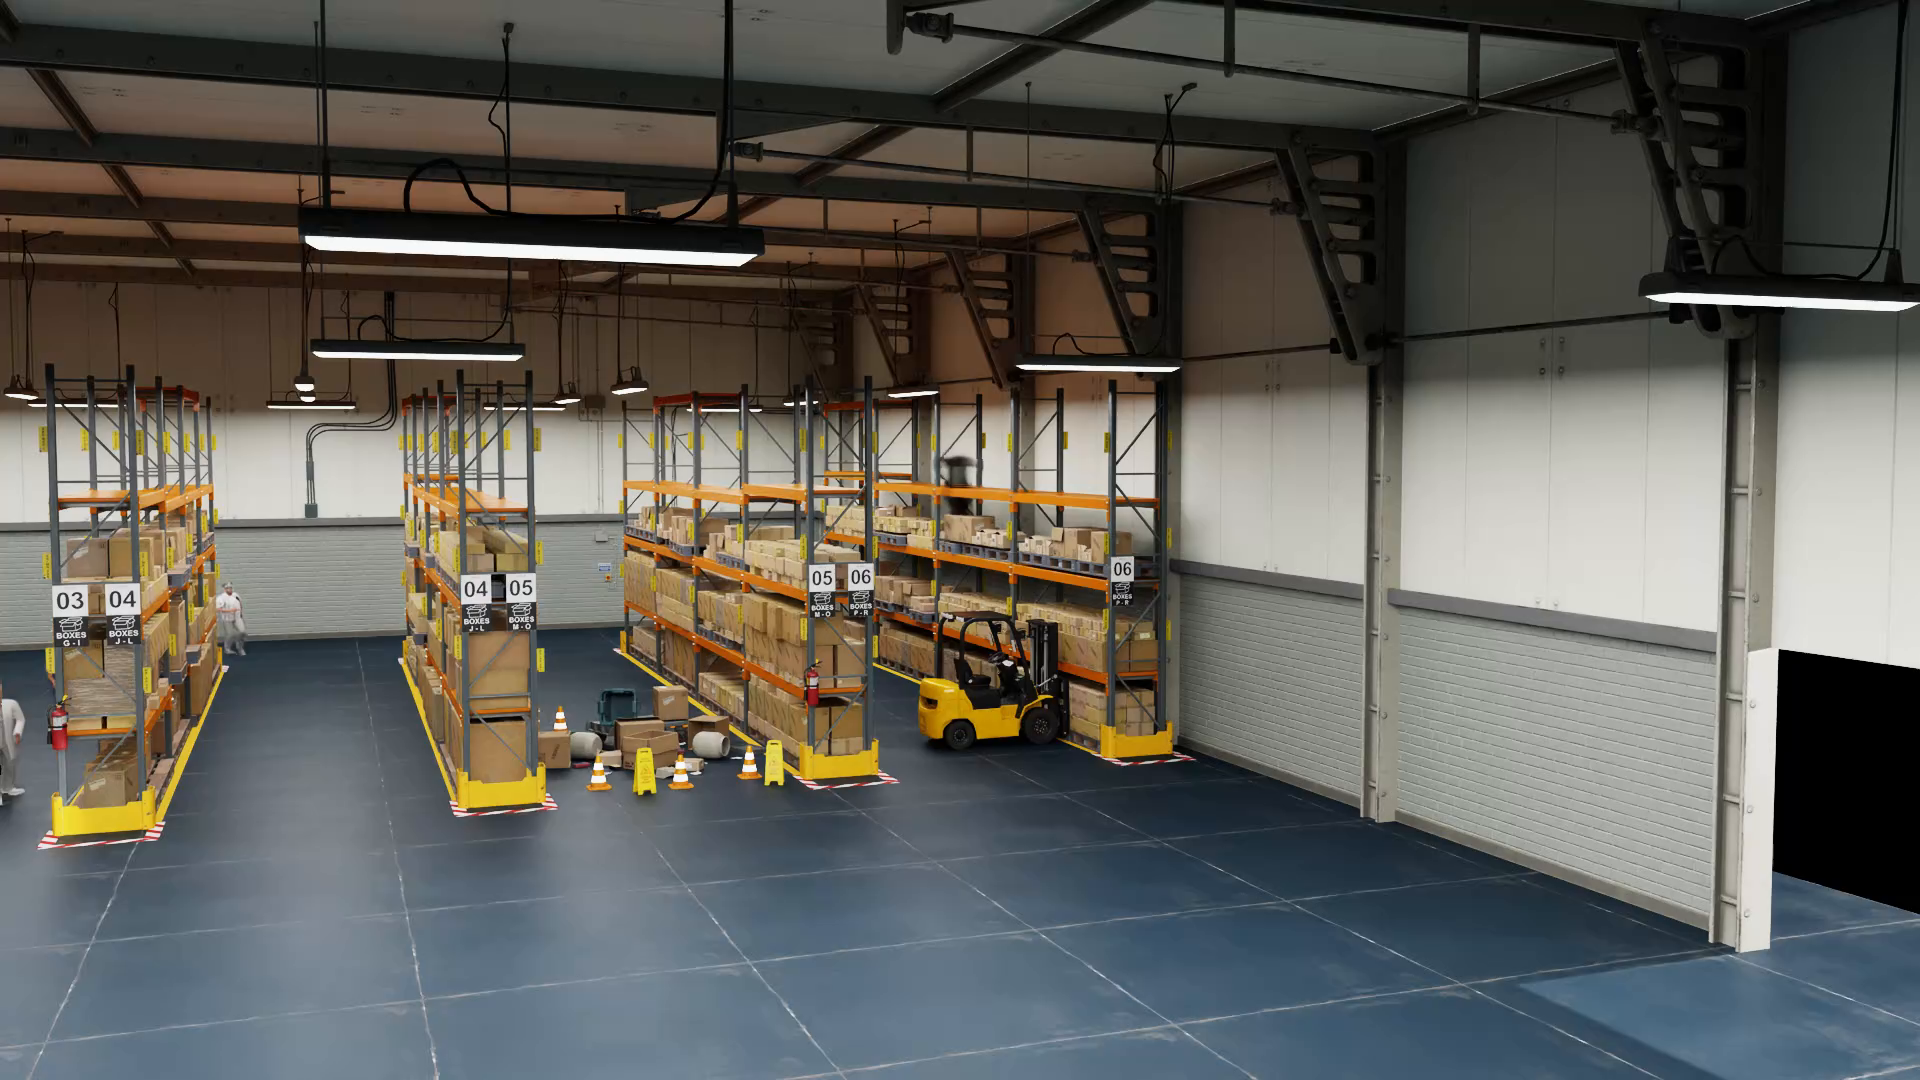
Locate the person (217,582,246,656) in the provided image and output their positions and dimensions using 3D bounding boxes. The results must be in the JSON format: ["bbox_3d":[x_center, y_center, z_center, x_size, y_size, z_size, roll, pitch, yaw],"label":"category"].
[{"bbox_3d":[-17.087,1.862,38.956,0.689,1.800,0.634,3,5,45],"label":"person"}]

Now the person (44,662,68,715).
[{"bbox_3d":[-15.852,2.537,29.424,0.641,1.499,0.834,-3,4,-39],"label":"person"}]

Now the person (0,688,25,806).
[{"bbox_3d":[-13.298,2.812,23.003,0.735,1.692,0.934,-3,5,-44],"label":"person"}]
